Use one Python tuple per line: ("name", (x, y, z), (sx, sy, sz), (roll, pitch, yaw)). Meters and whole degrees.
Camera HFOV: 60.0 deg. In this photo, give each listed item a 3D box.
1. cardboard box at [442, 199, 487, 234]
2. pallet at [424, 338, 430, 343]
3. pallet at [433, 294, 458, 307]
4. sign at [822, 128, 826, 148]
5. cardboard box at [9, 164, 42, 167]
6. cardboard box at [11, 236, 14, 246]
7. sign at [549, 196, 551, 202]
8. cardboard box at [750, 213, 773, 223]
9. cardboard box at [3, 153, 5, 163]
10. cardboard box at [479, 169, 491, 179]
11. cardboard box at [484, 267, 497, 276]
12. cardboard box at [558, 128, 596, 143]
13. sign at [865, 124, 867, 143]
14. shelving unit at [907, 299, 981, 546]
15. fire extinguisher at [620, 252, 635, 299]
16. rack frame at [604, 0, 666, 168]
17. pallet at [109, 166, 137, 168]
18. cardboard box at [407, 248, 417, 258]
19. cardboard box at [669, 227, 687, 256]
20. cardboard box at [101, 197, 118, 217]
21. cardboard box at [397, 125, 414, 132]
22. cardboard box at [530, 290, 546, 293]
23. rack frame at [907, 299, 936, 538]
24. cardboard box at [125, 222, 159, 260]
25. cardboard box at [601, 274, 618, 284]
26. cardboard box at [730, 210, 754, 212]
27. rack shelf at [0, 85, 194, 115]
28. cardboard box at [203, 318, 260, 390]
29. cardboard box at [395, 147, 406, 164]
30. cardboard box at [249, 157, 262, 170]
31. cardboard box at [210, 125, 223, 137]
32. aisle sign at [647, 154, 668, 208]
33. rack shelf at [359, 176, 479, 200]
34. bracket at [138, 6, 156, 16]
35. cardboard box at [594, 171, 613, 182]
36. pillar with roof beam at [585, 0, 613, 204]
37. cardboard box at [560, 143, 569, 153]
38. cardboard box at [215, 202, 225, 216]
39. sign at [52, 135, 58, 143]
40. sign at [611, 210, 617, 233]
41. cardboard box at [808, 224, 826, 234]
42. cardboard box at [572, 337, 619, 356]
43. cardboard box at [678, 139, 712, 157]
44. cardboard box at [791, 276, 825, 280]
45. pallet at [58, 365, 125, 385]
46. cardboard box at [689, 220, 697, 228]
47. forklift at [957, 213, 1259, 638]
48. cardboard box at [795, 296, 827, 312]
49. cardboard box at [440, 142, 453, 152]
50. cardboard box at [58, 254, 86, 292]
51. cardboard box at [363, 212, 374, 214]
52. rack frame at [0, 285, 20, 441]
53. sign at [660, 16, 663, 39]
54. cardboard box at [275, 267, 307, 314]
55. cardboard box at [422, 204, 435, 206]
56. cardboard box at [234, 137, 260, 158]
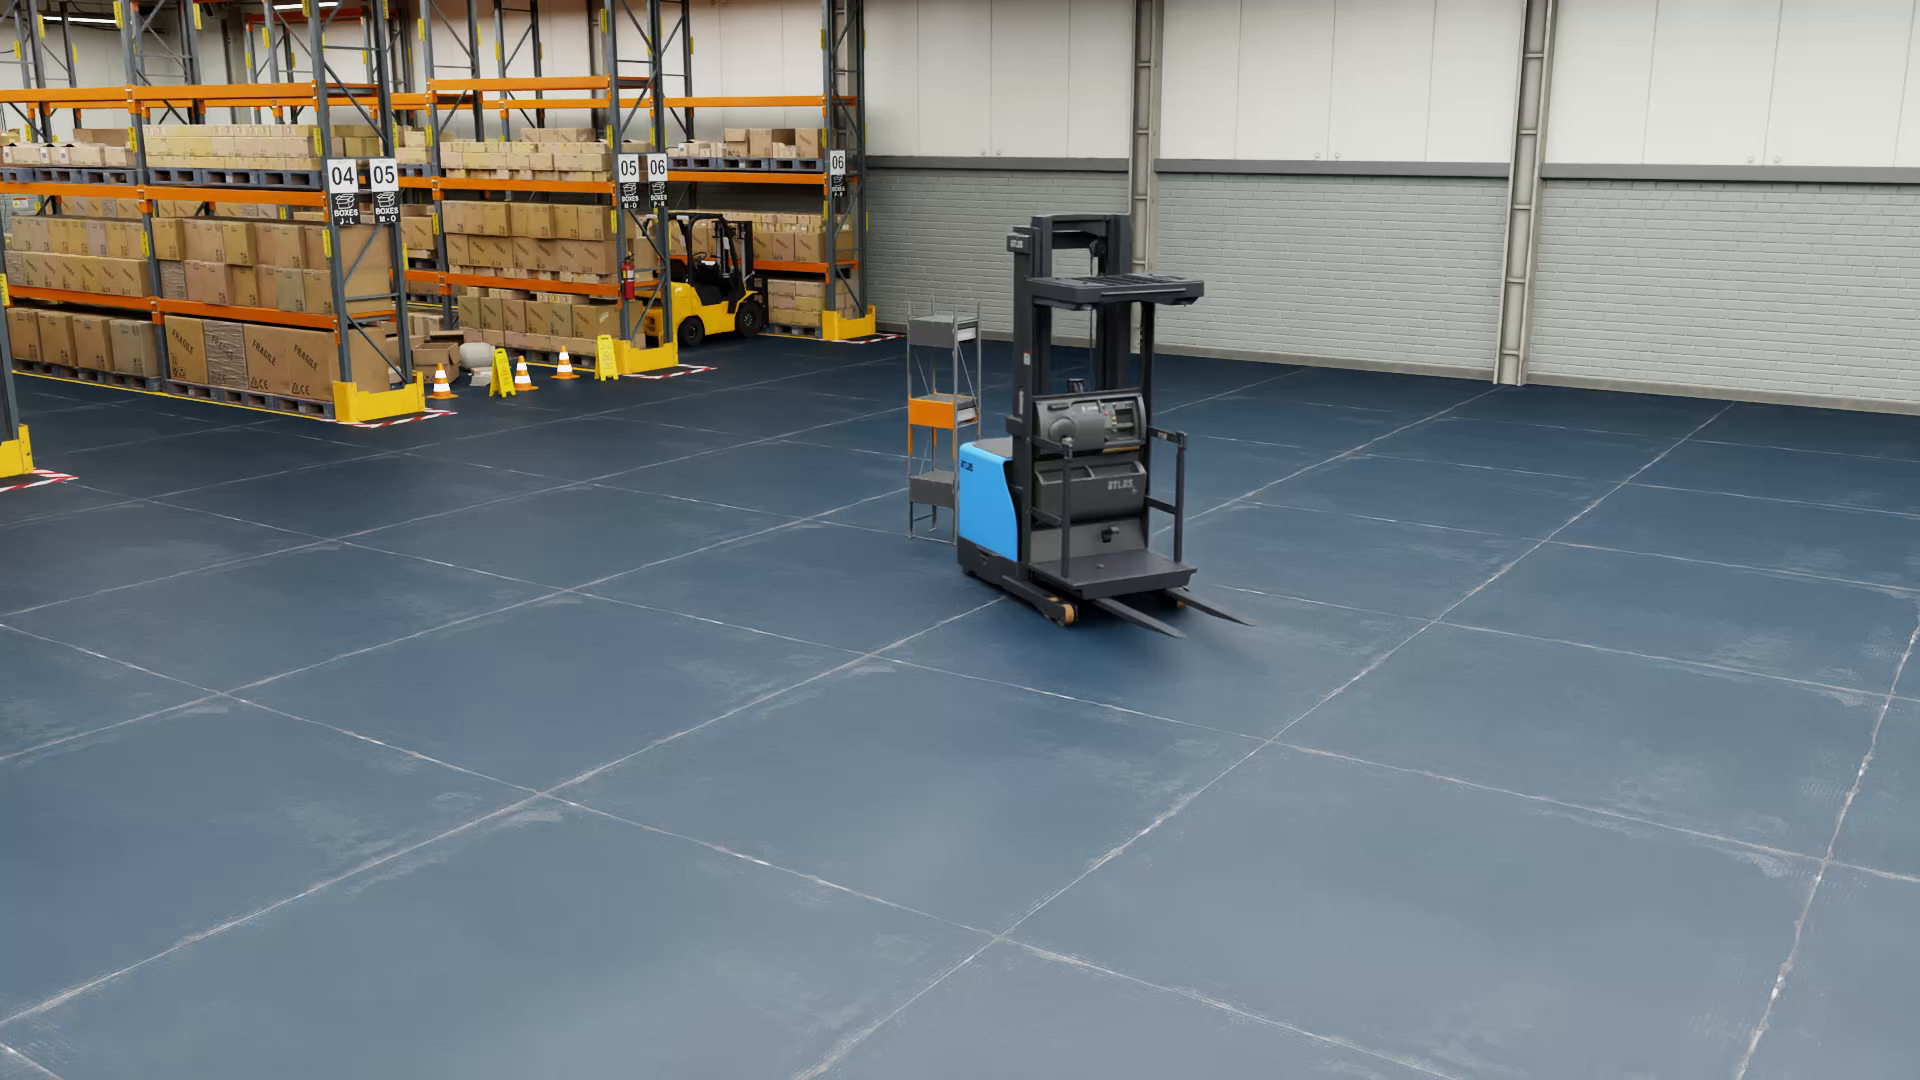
("cardboard box", (-7.814, -5.167, 26.546), (0.500, 0.500, 0.700), (9, 17, 32))
("pallet", (-8.705, -3.342, 27.883), (1.213, 0.211, 1.003), (9, 17, 33))
("pallet", (-10.217, -5.035, 34.726), (1.213, 0.211, 1.003), (9, 17, 33))
("sign", (-2.286, -6.786, 28.073), (0.005, 0.325, 0.100), (9, 17, 33))
("cardboard box", (-14.381, -5.761, 25.404), (0.500, 0.500, 0.500), (9, 17, 33))
("cardboard box", (-14.335, -4.599, 25.569), (0.250, 0.149, 0.380), (9, 17, 33))
("sign", (-8.303, -6.791, 33.604), (0.005, 0.325, 0.100), (9, 17, 33))
("cardboard box", (-3.502, -5.710, 29.469), (0.250, 0.149, 0.380), (10, 17, 34))
("cardboard box", (-13.868, -5.637, 24.550), (0.250, 0.149, 0.380), (8, 16, 31))
("cardboard box", (-7.298, -5.735, 26.031), (0.250, 0.149, 0.380), (10, 17, 34))
("cardboard box", (-7.314, -4.270, 26.352), (0.250, 0.149, 0.380), (10, 17, 35))
("cardboard box", (-7.300, -7.592, 31.719), (0.500, 0.500, 0.500), (10, 17, 34))
("sign", (-1.657, -7.073, 28.929), (0.005, 0.325, 0.100), (9, 17, 33))
("shelving unit", (-0.137, -1.041, 14.661), (0.503, 2.100, 0.431), (9, 17, 33))
("fire extinguisher", (-4.901, -3.910, 24.536), (0.183, 0.674, 0.296), (9, 17, 33))
("rack frame", (-4.739, -6.967, 24.239), (0.127, 3.000, 1.000), (9, 17, 33))
("pallet", (-15.369, -7.189, 31.563), (1.213, 0.211, 1.003), (9, 17, 33))
("cardboard box", (-8.848, -4.726, 27.320), (0.250, 0.149, 0.380), (9, 16, 31))
("cardboard box", (-5.069, -5.518, 30.664), (0.500, 0.500, 0.500), (9, 16, 31))
("cardboard box", (-16.086, -6.342, 31.912), (0.500, 0.500, 0.500), (9, 17, 34))
("cardboard box", (-11.637, -8.559, 34.872), (0.258, 0.266, 0.396), (9, 16, 32))
("cardboard box", (-8.100, -5.082, 33.180), (0.625, 0.625, 0.875), (10, 17, 35))
("rack frame", (-0.340, -1.074, 14.793), (0.015, 2.100, 0.400), (9, 17, 33))
("cardboard box", (-11.152, -4.190, 23.217), (0.500, 0.500, 0.700), (9, 16, 32))
("cardboard box", (-5.169, -3.940, 25.021), (0.250, 0.149, 0.380), (10, 17, 35))
("cardboard box", (-3.999, -5.972, 30.528), (0.250, 0.149, 0.380), (9, 16, 32))
("rack shelf", (-12.397, -6.227, 23.582), (4.000, 0.370, 1.077), (9, 17, 33))
("cardboard box", (-9.504, -2.545, 22.408), (0.875, 0.875, 0.875), (9, 17, 33))
("cardboard box", (-9.041, -6.296, 27.212), (0.500, 0.250, 0.500), (9, 17, 33))
("cardboard box", (-8.728, -4.754, 20.984), (0.250, 0.149, 0.380), (9, 16, 32))
("cardboard box", (-9.362, -5.243, 21.302), (0.250, 0.149, 0.380), (9, 17, 33))
("aisle sign", (-4.515, -5.370, 24.864), (0.004, 0.787, 0.394), (9, 17, 33))
("rack shelf", (-9.718, -5.966, 27.937), (4.000, 0.370, 1.077), (9, 17, 33))
("bracket", (-19.492, -12.694, 39.884), (0.430, 0.232, 0.235), (9, 17, 33))
("cardboard box", (-5.191, -5.381, 24.598), (0.250, 0.149, 0.380), (9, 17, 33))
("pillar with roof beam", (-9.428, -8.176, 29.125), (0.400, 9.000, 9.100), (9, 17, 33))
("cardboard box", (-5.781, -5.879, 24.952), (0.250, 0.149, 0.380), (9, 17, 33))
("cardboard box", (-13.207, -5.883, 30.057), (0.500, 0.500, 0.500), (9, 16, 32))
("sign", (-13.740, -5.982, 25.263), (0.005, 0.325, 0.100), (9, 17, 33))
("sign", (-5.065, -4.662, 24.347), (0.005, 0.325, 0.100), (9, 17, 33))
("cardboard box", (-2.416, -5.399, 28.832), (0.250, 0.149, 0.380), (9, 17, 34))
("cardboard box", (-5.580, -2.982, 25.474), (0.500, 0.250, 0.500), (9, 17, 33))
("cardboard box", (-4.737, -7.086, 30.068), (0.500, 0.311, 0.500), (10, 17, 34))
("cardboard box", (-2.682, -4.568, 29.801), (0.500, 0.250, 0.500), (9, 17, 33))
("pallet", (-12.436, -2.489, 24.438), (1.213, 0.211, 1.003), (9, 17, 33))
("cardboard box", (-4.726, -5.786, 30.395), (0.250, 0.149, 0.380), (9, 17, 33))
("forklift", (1.092, -0.910, 12.400), (1.130, 2.935, 3.031), (-7, 16, -26))
("cardboard box", (-2.550, -4.160, 29.192), (0.500, 0.250, 0.500), (9, 16, 32))
("cardboard box", (-7.979, -6.205, 26.267), (0.250, 0.149, 0.380), (9, 16, 32))
("cardboard box", (-12.580, -3.859, 23.961), (0.500, 0.500, 0.500), (9, 17, 32))
("cardboard box", (-9.990, -5.384, 28.630), (0.500, 0.500, 0.500), (8, 16, 29))
("rack frame", (-10.270, -2.079, 16.978), (0.127, 3.000, 1.000), (9, 17, 33))
("sign", (-4.436, -7.567, 24.554), (0.005, 0.325, 0.100), (9, 17, 33))
("cardboard box", (-8.220, -3.237, 21.345), (0.550, 0.550, 0.875), (9, 17, 33))
("cardboard box", (-11.223, -6.728, 34.676), (0.500, 0.500, 0.700), (9, 17, 33))
("cardboard box", (-8.811, -4.979, 21.062), (0.500, 0.250, 0.500), (9, 17, 32))
